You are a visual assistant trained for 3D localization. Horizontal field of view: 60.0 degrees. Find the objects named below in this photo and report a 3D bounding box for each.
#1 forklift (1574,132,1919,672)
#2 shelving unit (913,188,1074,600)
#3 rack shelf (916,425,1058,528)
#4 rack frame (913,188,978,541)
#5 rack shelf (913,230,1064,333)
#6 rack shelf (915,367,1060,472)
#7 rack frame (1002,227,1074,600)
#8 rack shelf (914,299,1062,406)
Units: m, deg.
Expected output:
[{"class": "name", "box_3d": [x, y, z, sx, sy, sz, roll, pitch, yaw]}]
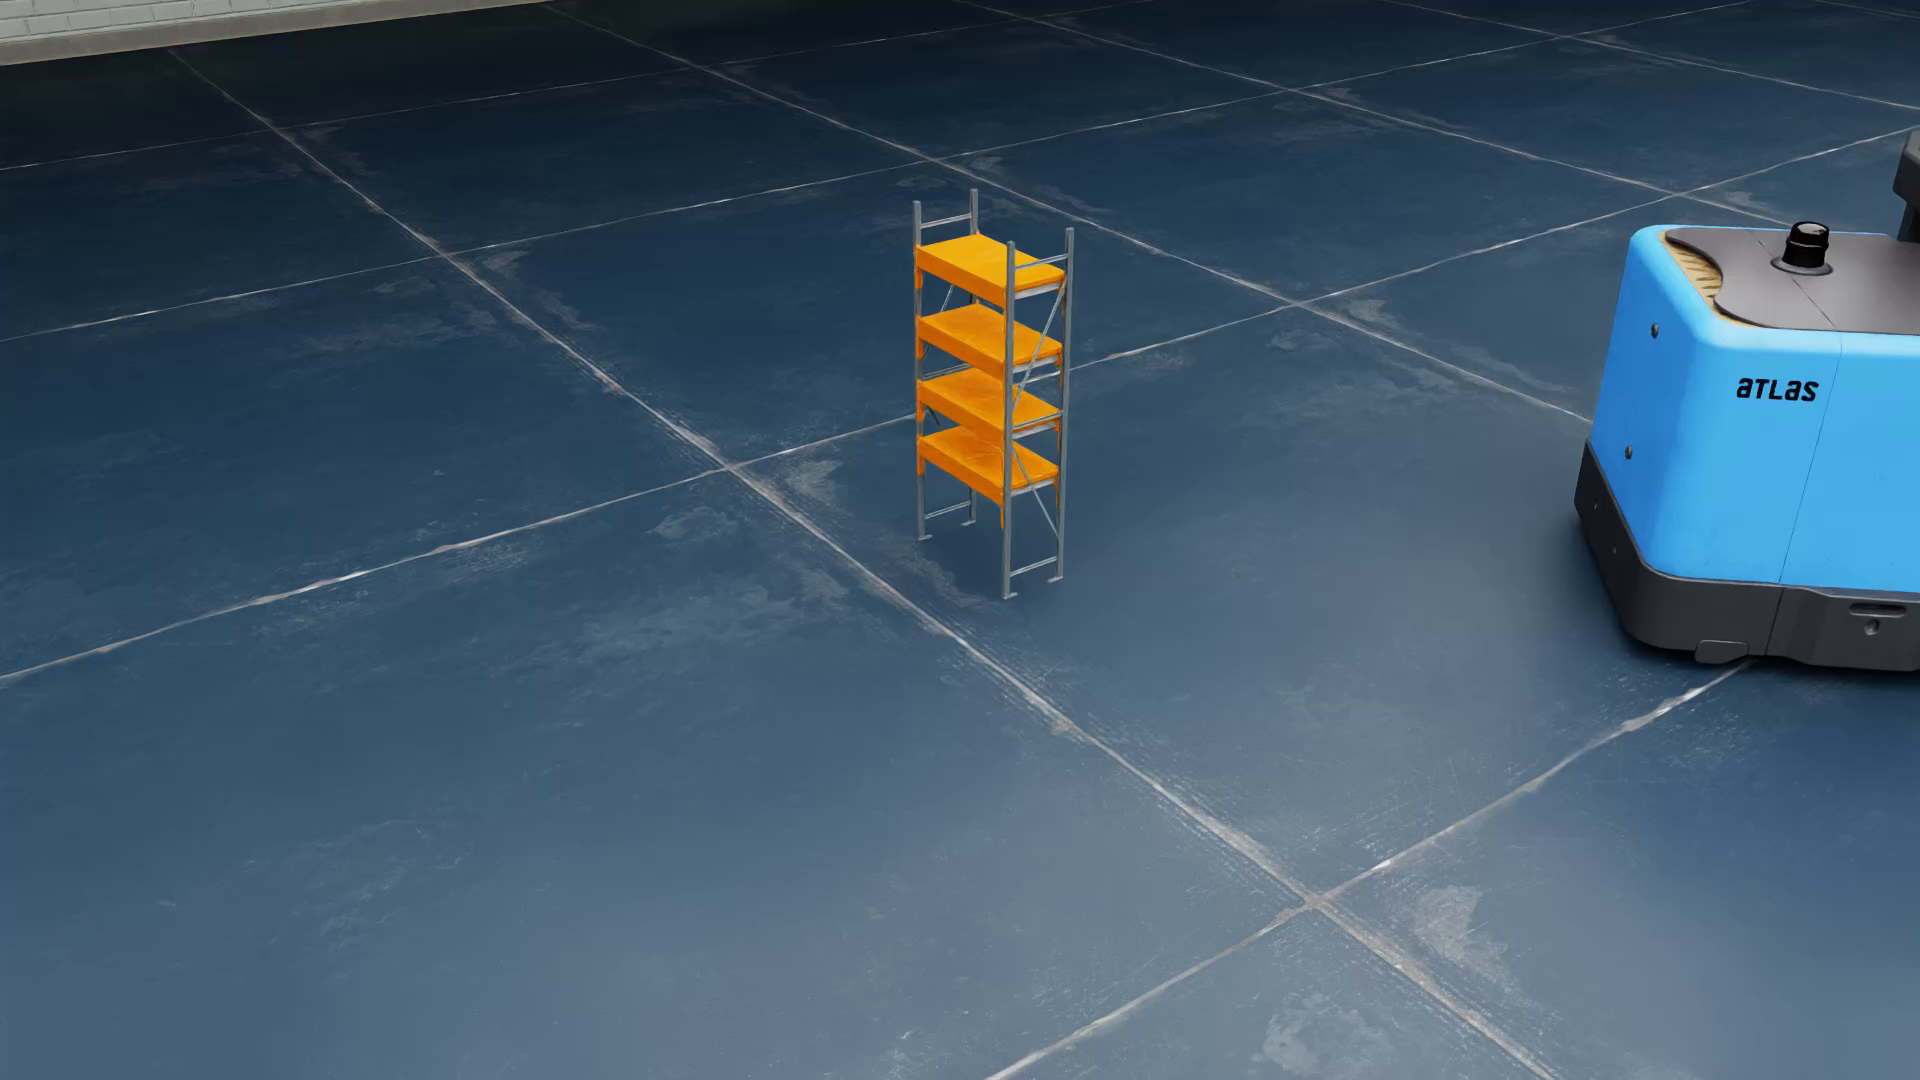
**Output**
[{"class": "forklift", "box_3d": [3.597, -1.054, 4.619, 3.031, 2.935, 1.130, 4, 29, 7]}, {"class": "shelving unit", "box_3d": [0.096, -0.463, 5.345, 0.258, 1.200, 0.503, -19, 34, -31]}, {"class": "rack shelf", "box_3d": [0.096, -0.229, 5.472, 0.258, 0.148, 0.480, -19, 34, -31]}, {"class": "rack frame", "box_3d": [-0.046, -0.558, 5.520, 0.240, 1.200, 0.015, -19, 34, -31]}, {"class": "rack shelf", "box_3d": [0.096, -0.808, 5.158, 0.258, 0.148, 0.480, -19, 34, -31]}, {"class": "rack shelf", "box_3d": [0.096, -0.404, 5.377, 0.258, 0.148, 0.480, -19, 34, -31]}, {"class": "rack frame", "box_3d": [0.238, -0.368, 5.170, 0.240, 1.200, 0.015, -19, 34, -31]}, {"class": "rack shelf", "box_3d": [0.096, -0.600, 5.271, 0.258, 0.148, 0.480, -19, 34, -31]}]
